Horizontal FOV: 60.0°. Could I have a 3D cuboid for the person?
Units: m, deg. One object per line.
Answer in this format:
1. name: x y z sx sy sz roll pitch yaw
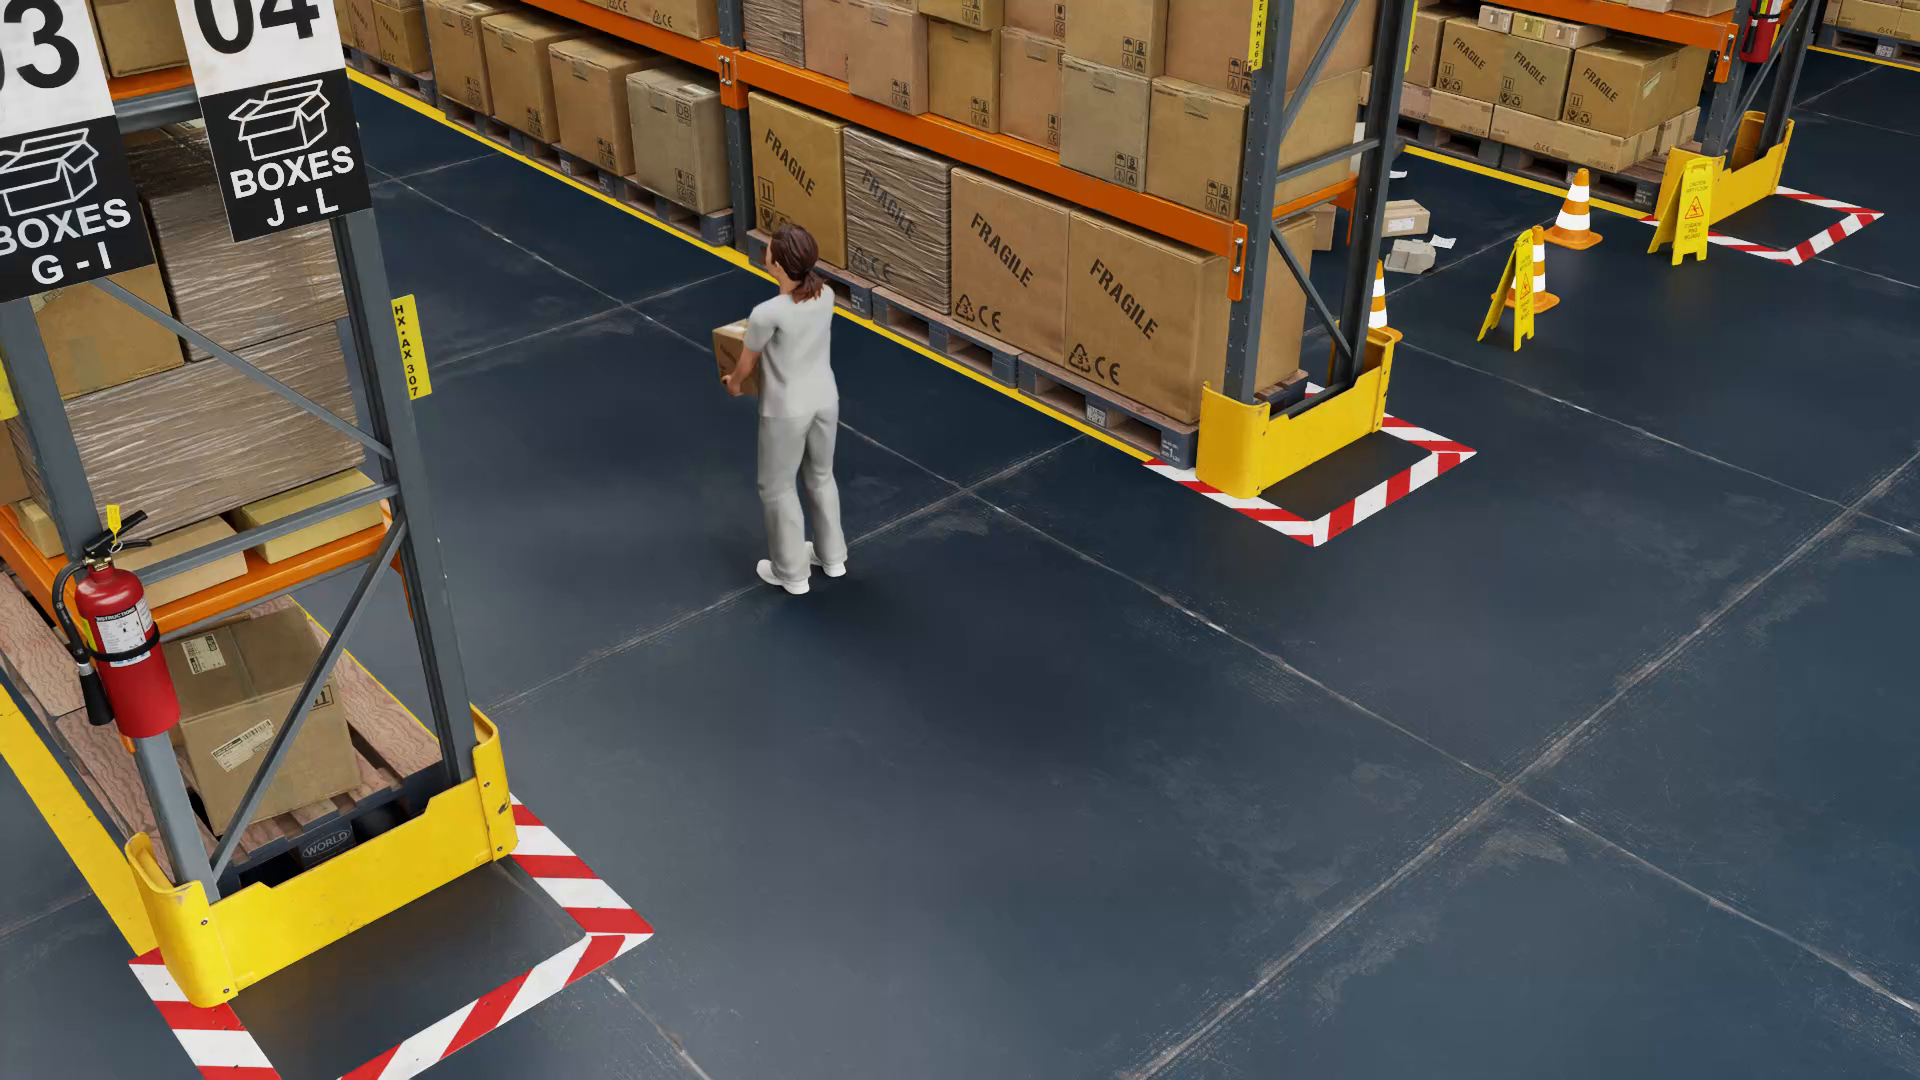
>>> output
1. person: -0.742 -0.574 7.072 0.424 1.668 0.542 -26 40 -35
